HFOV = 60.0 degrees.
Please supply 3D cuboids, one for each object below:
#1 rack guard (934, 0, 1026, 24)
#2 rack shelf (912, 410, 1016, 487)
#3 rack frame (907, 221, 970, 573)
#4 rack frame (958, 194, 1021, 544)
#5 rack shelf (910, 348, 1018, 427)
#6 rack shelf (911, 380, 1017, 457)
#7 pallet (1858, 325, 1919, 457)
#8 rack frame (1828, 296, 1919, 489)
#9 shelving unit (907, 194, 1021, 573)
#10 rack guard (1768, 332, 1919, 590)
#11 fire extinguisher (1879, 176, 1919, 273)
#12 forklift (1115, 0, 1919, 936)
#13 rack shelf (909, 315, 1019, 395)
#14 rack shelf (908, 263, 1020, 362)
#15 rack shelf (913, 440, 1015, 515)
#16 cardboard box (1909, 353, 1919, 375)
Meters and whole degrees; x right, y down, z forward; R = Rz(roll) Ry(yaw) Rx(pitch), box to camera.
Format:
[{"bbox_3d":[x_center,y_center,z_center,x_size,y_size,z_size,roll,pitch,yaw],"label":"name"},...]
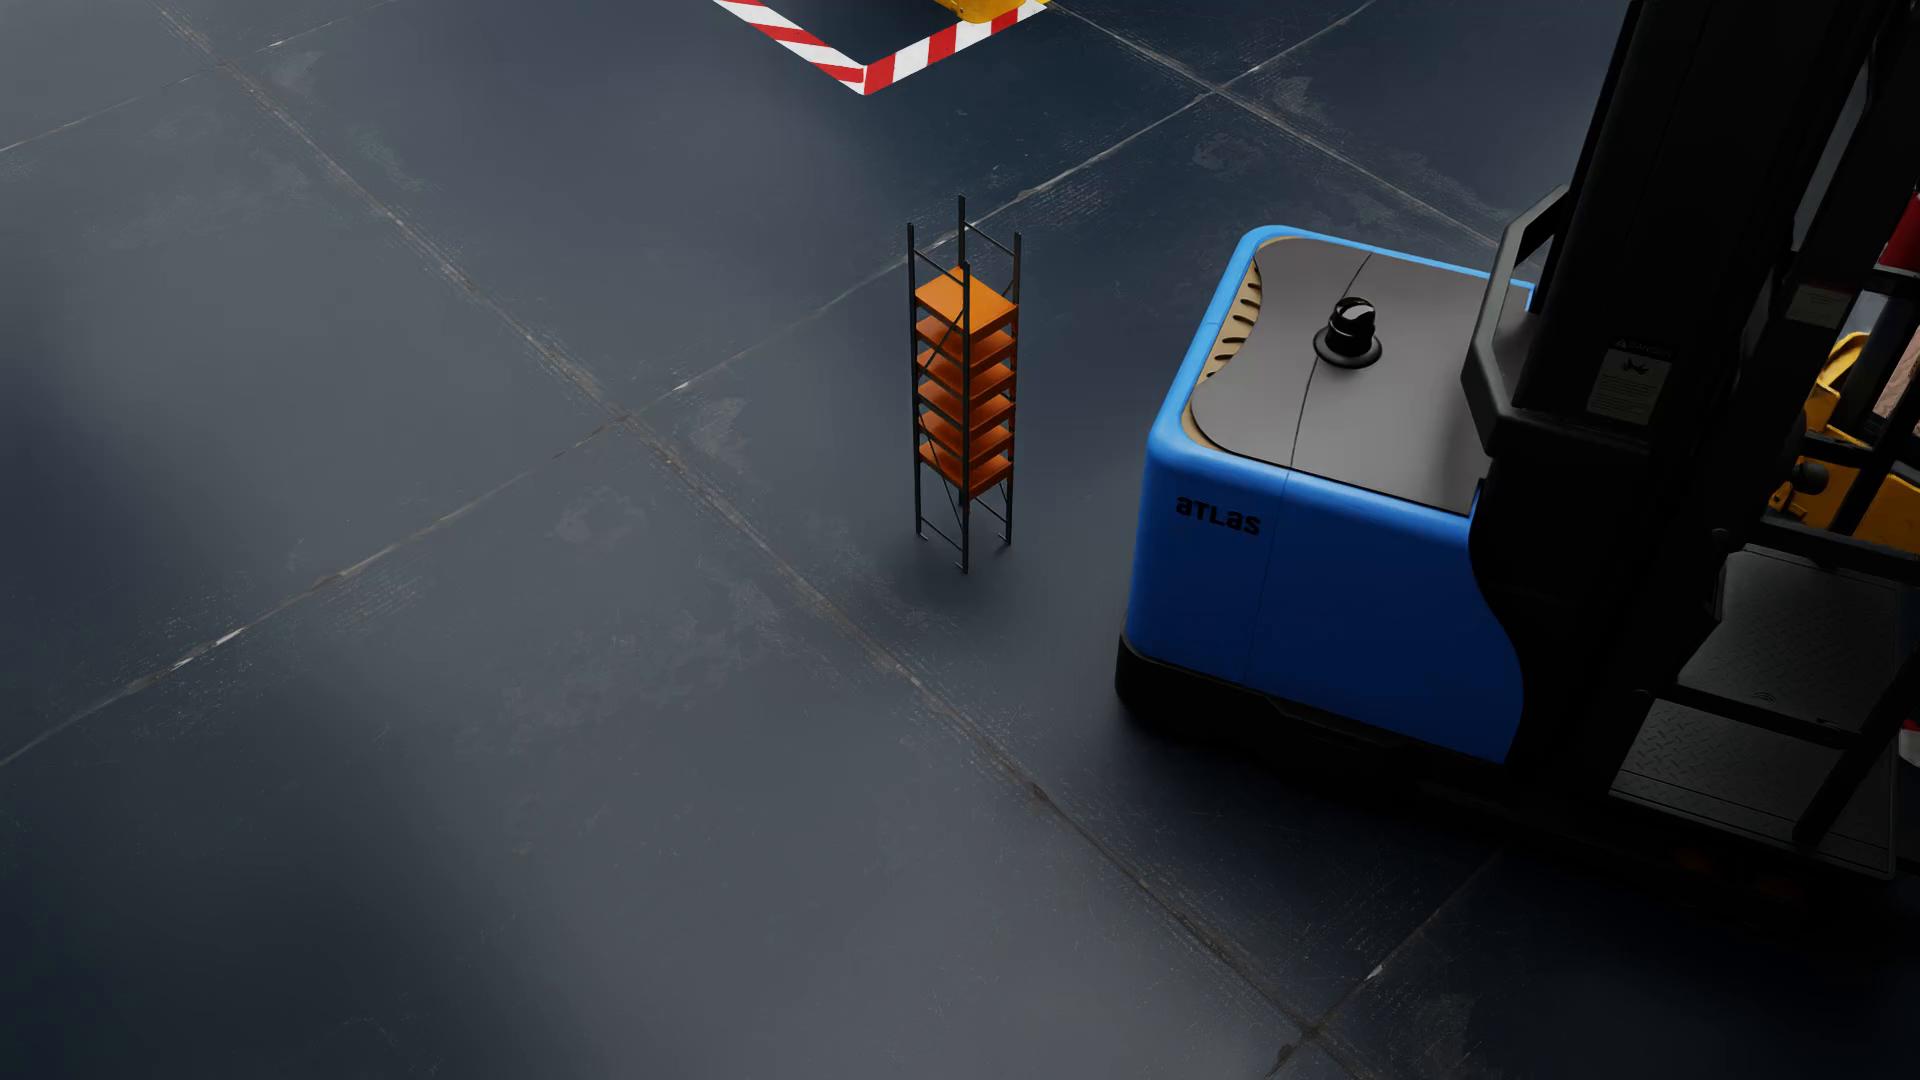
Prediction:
[{"bbox_3d":[-0.194,-2.835,7.526,0.348,0.500,1.175,-34,56,-27],"label":"rack guard"},{"bbox_3d":[0.011,-0.303,4.936,0.180,0.103,0.258,-34,56,-27],"label":"rack shelf"},{"bbox_3d":[-0.057,-0.369,4.774,0.006,1.200,0.240,-34,56,-27],"label":"rack frame"},{"bbox_3d":[0.078,-0.459,4.857,0.006,1.200,0.240,-34,56,-27],"label":"rack frame"},{"bbox_3d":[0.011,-0.465,4.760,0.180,0.103,0.258,-34,56,-27],"label":"rack shelf"},{"bbox_3d":[0.011,-0.384,4.848,0.180,0.103,0.258,-34,56,-27],"label":"rack shelf"},{"bbox_3d":[3.624,-0.446,5.518,1.213,0.211,1.003,-34,56,-27],"label":"pallet"},{"bbox_3d":[3.085,-0.954,4.089,0.127,3.000,1.000,-34,56,-27],"label":"rack frame"},{"bbox_3d":[0.011,-0.414,4.816,0.189,1.200,0.258,-34,56,-27],"label":"shelving unit"},{"bbox_3d":[3.068,-0.094,4.997,0.348,0.500,1.175,-34,56,-27],"label":"rack guard"},{"bbox_3d":[2.663,-0.977,4.417,0.183,0.674,0.296,-34,56,-27],"label":"fire extinguisher"},{"bbox_3d":[2.012,-0.426,3.649,3.031,2.935,1.130,16,49,15],"label":"forklift"},{"bbox_3d":[0.011,-0.547,4.672,0.180,0.103,0.258,-34,56,-27],"label":"rack shelf"},{"bbox_3d":[0.011,-0.628,4.584,0.180,0.103,0.258,-34,56,-27],"label":"rack shelf"},{"bbox_3d":[0.011,-0.221,5.025,0.180,0.103,0.258,-34,56,-27],"label":"rack shelf"},{"bbox_3d":[3.536,-0.649,5.223,0.500,0.500,0.700,-34,56,-27],"label":"cardboard box"}]
